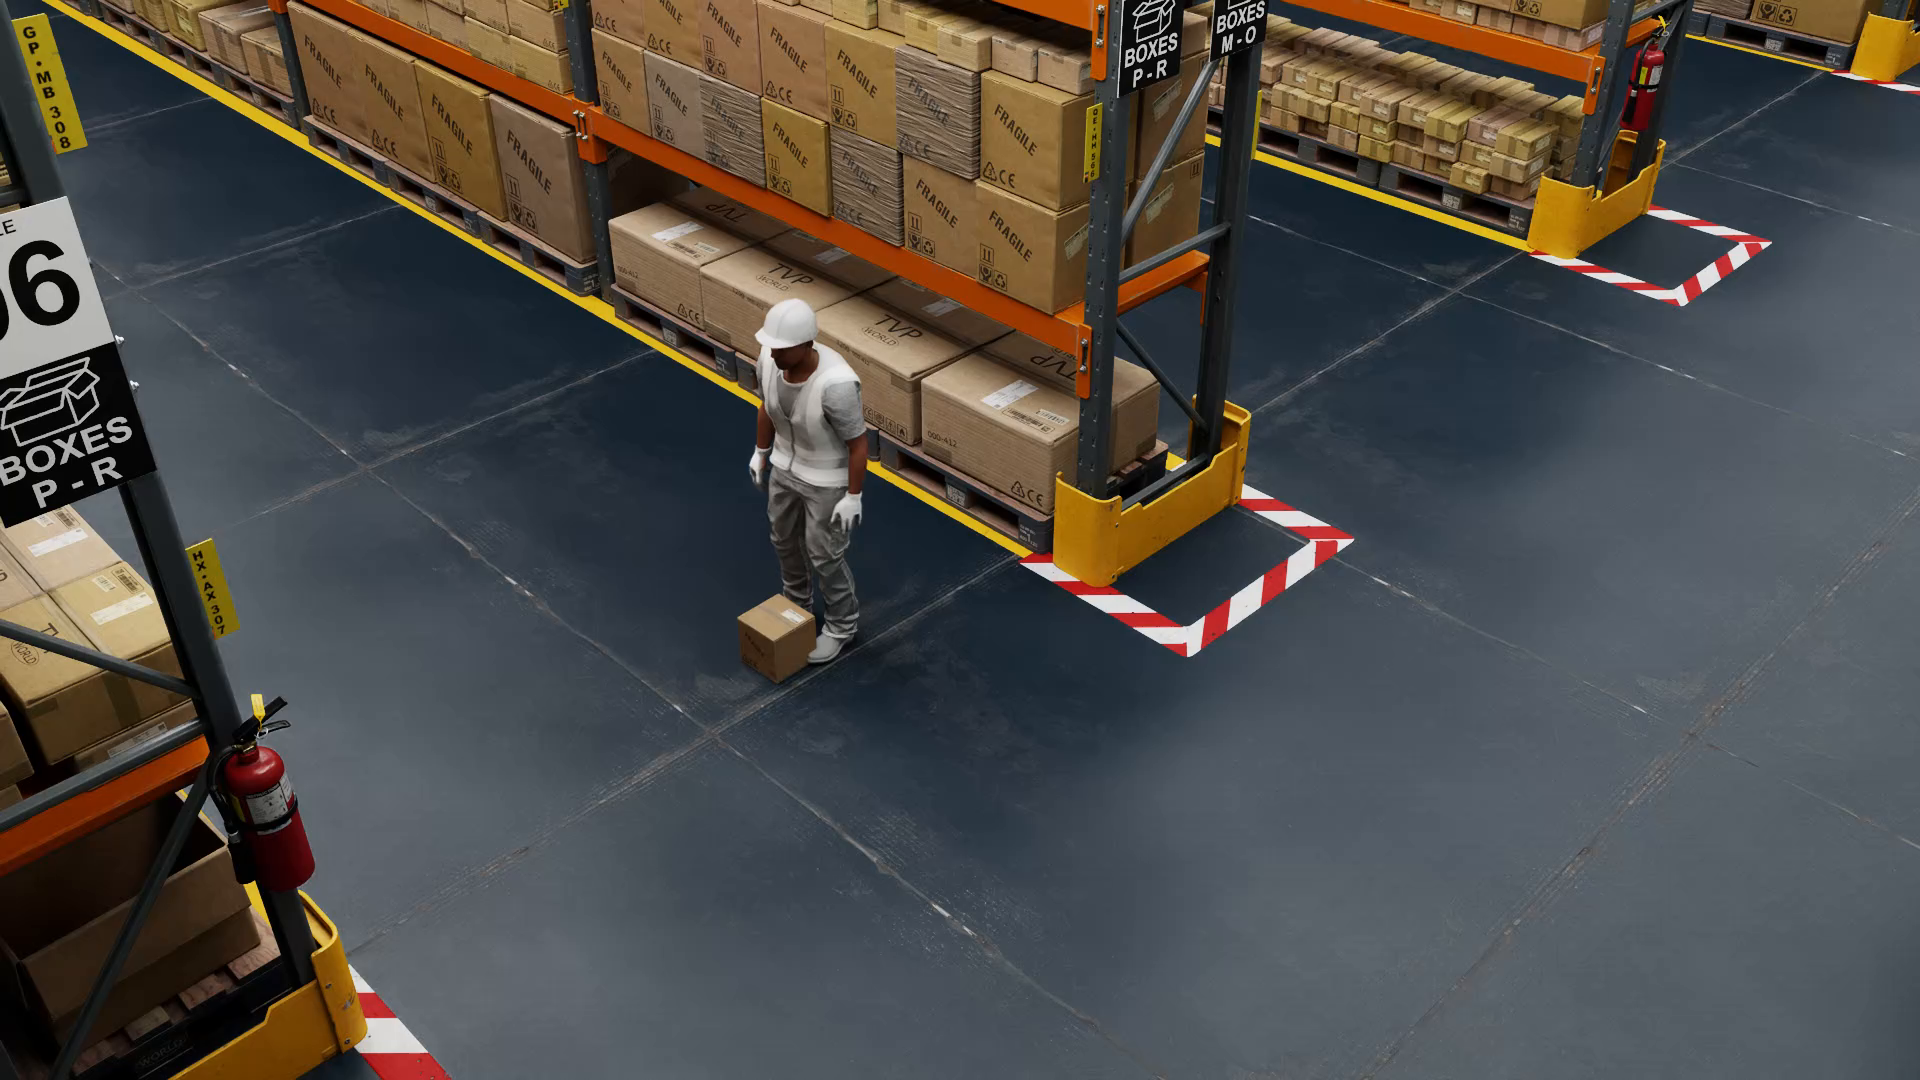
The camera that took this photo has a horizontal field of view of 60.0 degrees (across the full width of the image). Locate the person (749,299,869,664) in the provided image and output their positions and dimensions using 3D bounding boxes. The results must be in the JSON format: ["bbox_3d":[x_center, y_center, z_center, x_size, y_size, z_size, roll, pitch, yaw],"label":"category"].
[{"bbox_3d":[-0.663,-0.270,7.241,0.627,1.774,0.449,27,43,33],"label":"person"}]
